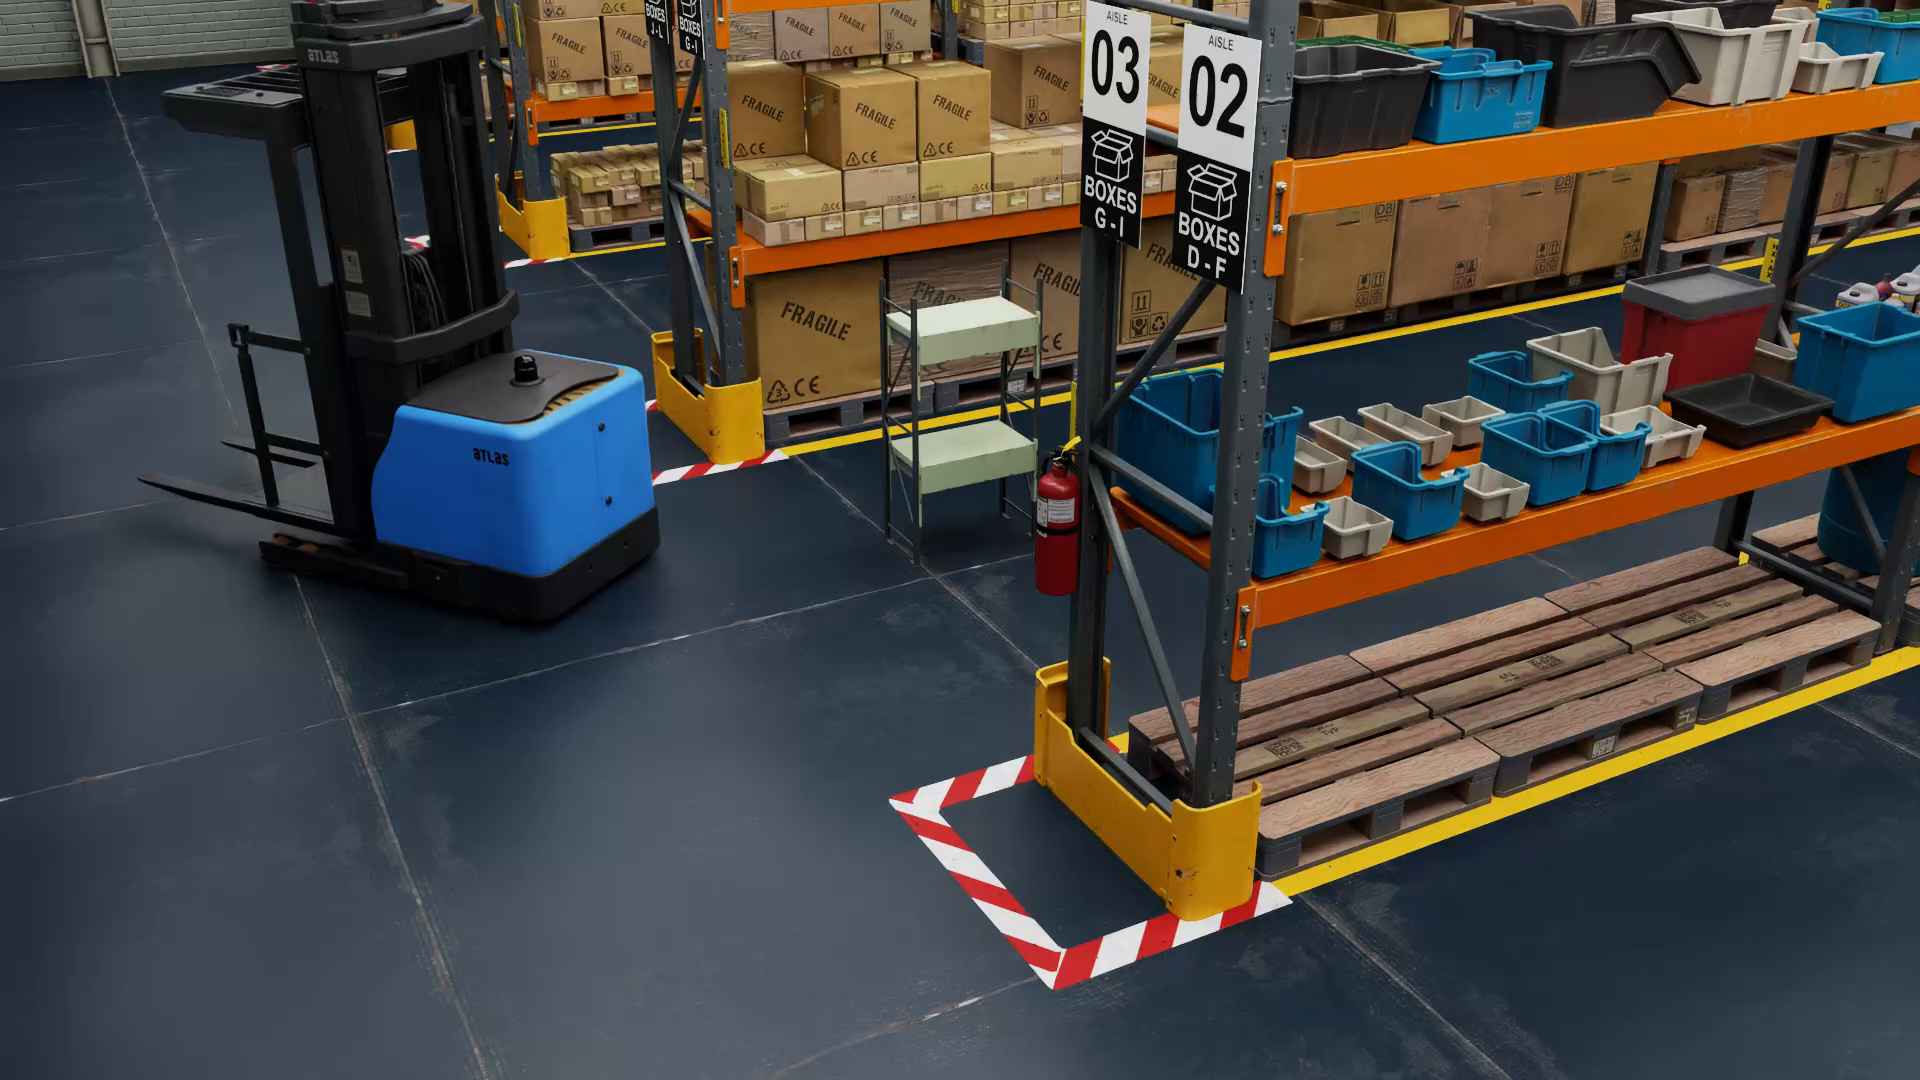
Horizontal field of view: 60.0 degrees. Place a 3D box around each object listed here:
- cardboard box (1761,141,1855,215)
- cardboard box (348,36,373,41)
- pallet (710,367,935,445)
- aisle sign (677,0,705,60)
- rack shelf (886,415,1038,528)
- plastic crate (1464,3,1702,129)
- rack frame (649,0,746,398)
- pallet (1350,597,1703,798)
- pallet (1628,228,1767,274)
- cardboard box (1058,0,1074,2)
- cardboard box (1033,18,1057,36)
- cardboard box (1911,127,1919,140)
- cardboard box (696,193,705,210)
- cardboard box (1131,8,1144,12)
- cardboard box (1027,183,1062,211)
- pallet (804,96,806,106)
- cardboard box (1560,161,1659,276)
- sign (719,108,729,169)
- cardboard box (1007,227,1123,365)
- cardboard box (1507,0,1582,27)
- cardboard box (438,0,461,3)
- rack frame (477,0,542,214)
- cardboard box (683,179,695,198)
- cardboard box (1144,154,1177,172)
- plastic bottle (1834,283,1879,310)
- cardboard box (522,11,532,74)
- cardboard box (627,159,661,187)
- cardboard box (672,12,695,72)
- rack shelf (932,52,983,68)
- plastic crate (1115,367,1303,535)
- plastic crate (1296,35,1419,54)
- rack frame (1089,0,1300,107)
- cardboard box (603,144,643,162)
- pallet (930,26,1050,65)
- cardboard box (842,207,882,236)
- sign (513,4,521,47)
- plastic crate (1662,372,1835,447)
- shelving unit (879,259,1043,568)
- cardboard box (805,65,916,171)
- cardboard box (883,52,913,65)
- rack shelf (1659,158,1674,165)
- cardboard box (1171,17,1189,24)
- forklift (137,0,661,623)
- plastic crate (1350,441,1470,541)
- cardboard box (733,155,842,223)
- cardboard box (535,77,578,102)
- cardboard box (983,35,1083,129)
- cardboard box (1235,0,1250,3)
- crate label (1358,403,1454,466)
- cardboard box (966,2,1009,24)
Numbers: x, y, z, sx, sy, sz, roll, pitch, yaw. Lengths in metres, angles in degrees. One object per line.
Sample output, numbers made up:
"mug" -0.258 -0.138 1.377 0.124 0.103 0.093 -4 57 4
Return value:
"cardboard box" 7.518 -3.260 14.954 0.500 0.500 0.700 -16 30 -29
"cardboard box" -8.014 -6.897 22.549 0.637 0.503 0.797 -14 29 -27
"pallet" -0.927 -1.001 11.091 1.213 0.211 1.003 -13 29 -25
"aisle sign" -1.518 -3.108 9.254 0.004 0.787 0.394 -13 29 -25
"rack shelf" 0.006 -0.384 9.069 0.720 0.370 0.431 -13 29 -25
"plastic crate" 2.212 -1.704 5.940 0.767 0.338 0.504 -13 29 -25
"rack frame" -1.596 -2.065 10.086 0.127 3.000 1.000 -13 29 -25
"pallet" 2.556 0.683 7.583 1.213 0.211 1.003 -13 29 -25
"pallet" 6.153 -2.596 14.414 1.213 0.211 1.003 -13 29 -25
"cardboard box" 0.945 -5.204 15.741 0.250 0.149 0.380 -13 29 -26
"cardboard box" 0.717 -4.884 15.761 0.250 0.149 0.380 -13 28 -25
"cardboard box" 9.364 -3.638 15.765 0.500 0.500 0.500 -14 29 -27
"cardboard box" -2.362 -3.105 15.060 0.250 0.149 0.380 -13 29 -25
"cardboard box" 1.632 -5.229 16.137 0.250 0.149 0.380 -14 29 -26
"cardboard box" 0.460 -2.266 10.795 0.250 0.149 0.380 -13 28 -24
"pallet" -2.084 -5.594 20.657 1.213 0.211 1.003 -13 29 -25
"cardboard box" 4.845 -2.794 13.573 0.875 0.875 1.225 -14 29 -27
"sign" -1.340 -2.278 9.438 0.005 0.325 0.100 -13 29 -25
"cardboard box" 0.520 -1.824 11.554 0.875 0.875 0.875 -13 29 -25
"cardboard box" 4.234 -3.918 12.669 0.637 0.503 0.797 -12 28 -24
"cardboard box" -5.700 -5.883 17.923 0.500 0.500 0.500 -13 29 -25
"rack frame" -3.840 -3.980 14.074 0.127 3.000 1.000 -13 29 -25
"cardboard box" -2.537 -3.156 14.822 0.250 0.149 0.380 -12 28 -24
"cardboard box" 1.212 -2.650 11.134 0.500 0.250 0.500 -12 28 -24
"plastic bottle" 4.460 -1.136 8.294 0.135 0.276 0.152 -13 29 -25
"cardboard box" -3.565 -4.349 14.384 0.500 0.500 0.500 -12 28 -24
"cardboard box" -2.749 -3.234 14.641 0.250 0.149 0.380 -13 29 -25
"cardboard box" -2.416 -4.359 14.404 0.500 0.500 0.500 -13 28 -24
"rack shelf" 1.454 -4.878 16.775 4.000 0.370 1.077 -13 29 -25
"plastic crate" 0.943 -0.356 6.416 0.499 0.435 0.616 -13 29 -25
"plastic crate" 1.471 -1.740 6.189 0.336 0.188 0.450 -13 29 -25
"rack frame" 0.735 -2.878 4.848 0.127 3.000 1.000 -13 29 -25
"cardboard box" -3.075 -3.488 15.170 0.250 0.149 0.380 -14 29 -26
"pallet" 0.432 -4.809 16.021 1.213 0.211 1.003 -13 29 -25
"cardboard box" -0.676 -2.004 10.248 0.250 0.149 0.380 -14 29 -26
"sign" -3.585 -4.163 13.455 0.005 0.325 0.100 -13 29 -25
"plastic crate" 3.403 -0.561 7.201 0.590 0.125 0.437 -13 29 -25
"shelving unit" 0.006 -0.677 8.928 0.755 1.500 0.431 -13 29 -25
"cardboard box" -0.604 -2.566 10.093 0.500 0.500 0.500 -14 29 -26
"cardboard box" -0.629 -4.440 15.322 0.250 0.149 0.380 -14 29 -26
"rack shelf" 3.698 -2.963 12.787 4.000 0.370 1.077 -13 29 -25
"cardboard box" 2.094 -5.202 16.425 0.250 0.149 0.380 -14 29 -27
"forklift" -3.185 -1.327 8.628 3.031 2.935 1.130 12 28 23
"plastic crate" 1.689 -0.184 6.292 0.300 0.233 0.416 -13 29 -25
"cardboard box" -1.045 -2.127 10.043 0.500 0.250 0.500 -14 29 -26
"cardboard box" -3.400 -3.808 14.005 0.250 0.149 0.380 -13 29 -26
"cardboard box" 0.496 -3.080 11.162 0.500 0.500 0.500 -14 29 -27
"cardboard box" 2.762 -5.490 16.681 0.250 0.149 0.380 -12 28 -23
"crate label" 1.866 -0.437 6.929 0.243 0.136 0.396 -13 29 -25
"cardboard box" 0.253 -4.910 15.472 0.250 0.149 0.380 -13 28 -24
